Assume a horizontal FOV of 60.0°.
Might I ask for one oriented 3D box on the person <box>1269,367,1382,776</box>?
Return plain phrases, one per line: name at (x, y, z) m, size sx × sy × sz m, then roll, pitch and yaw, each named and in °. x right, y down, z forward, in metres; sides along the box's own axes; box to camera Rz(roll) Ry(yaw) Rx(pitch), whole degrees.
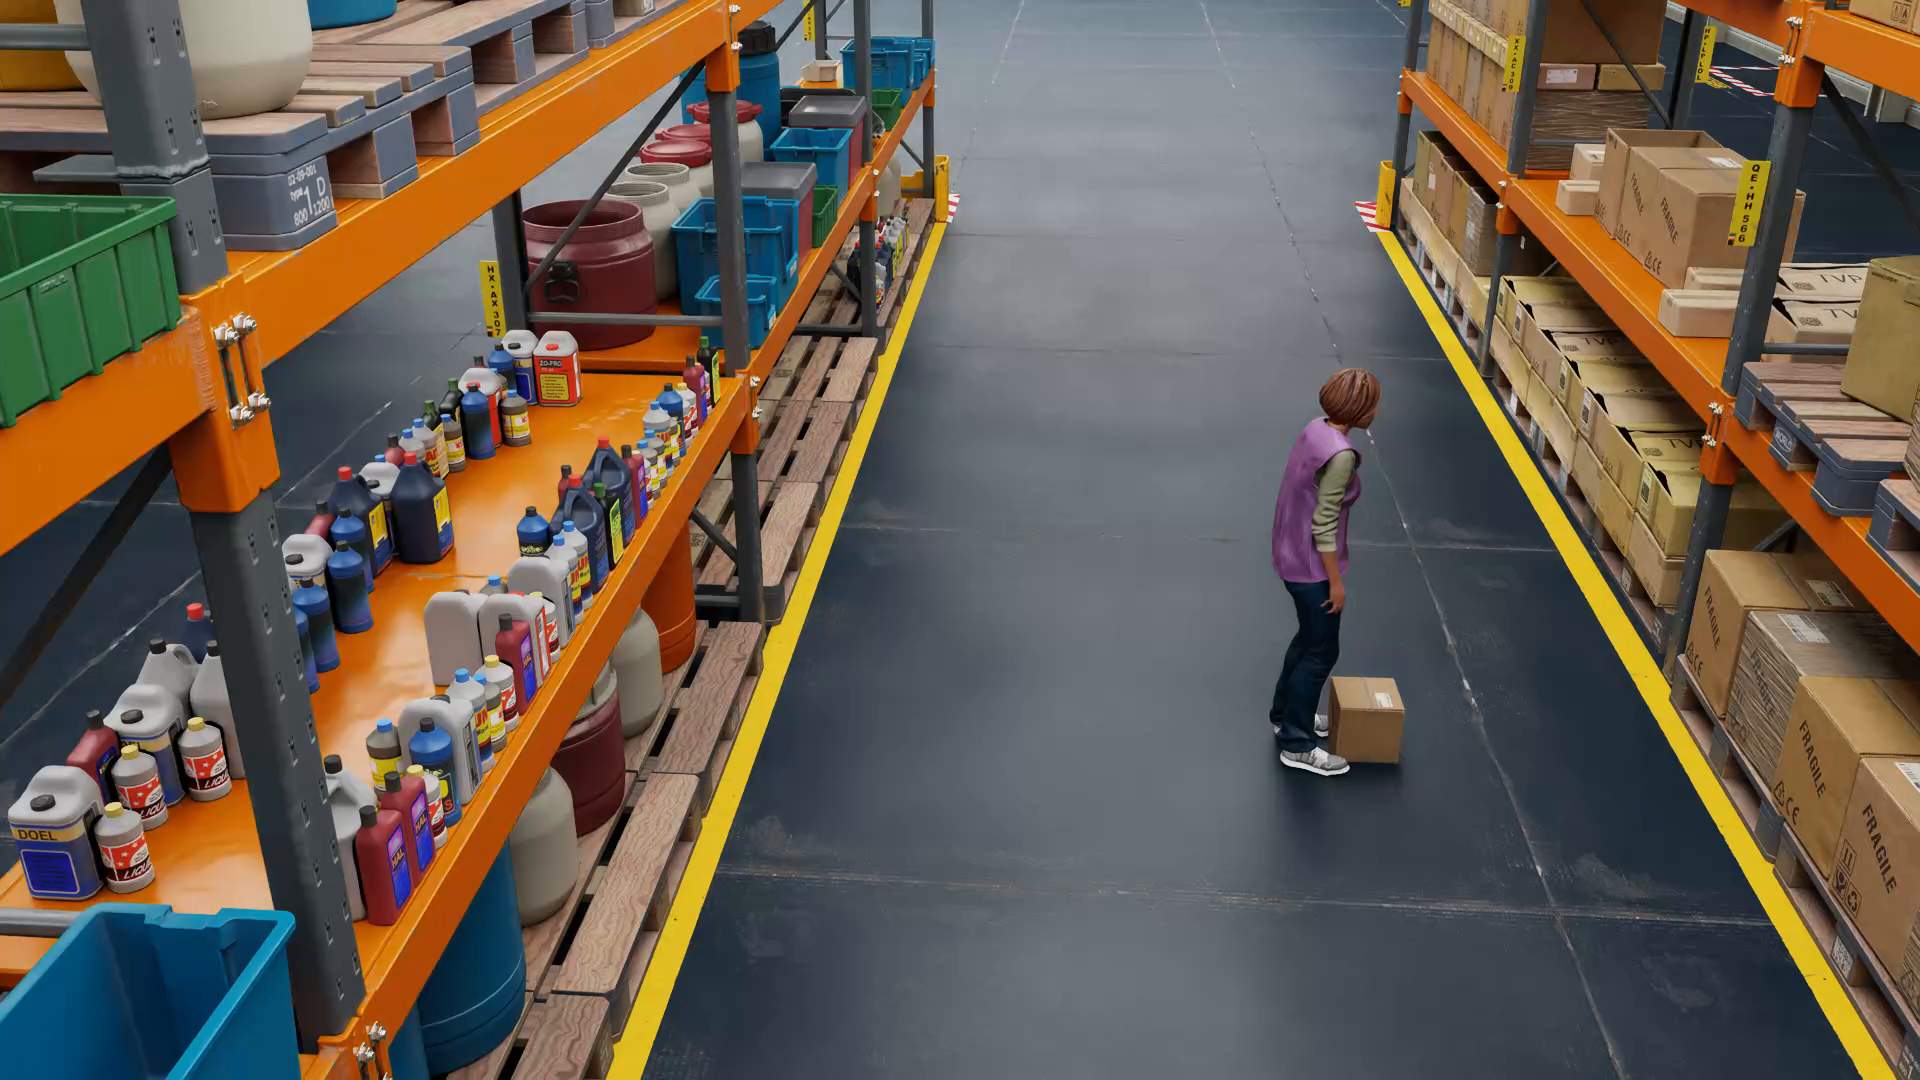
person at (1.376, 0.106, 6.392) m, size 0.347 × 1.592 × 0.484 m, roll 0°, pitch 25°, yaw 1°
